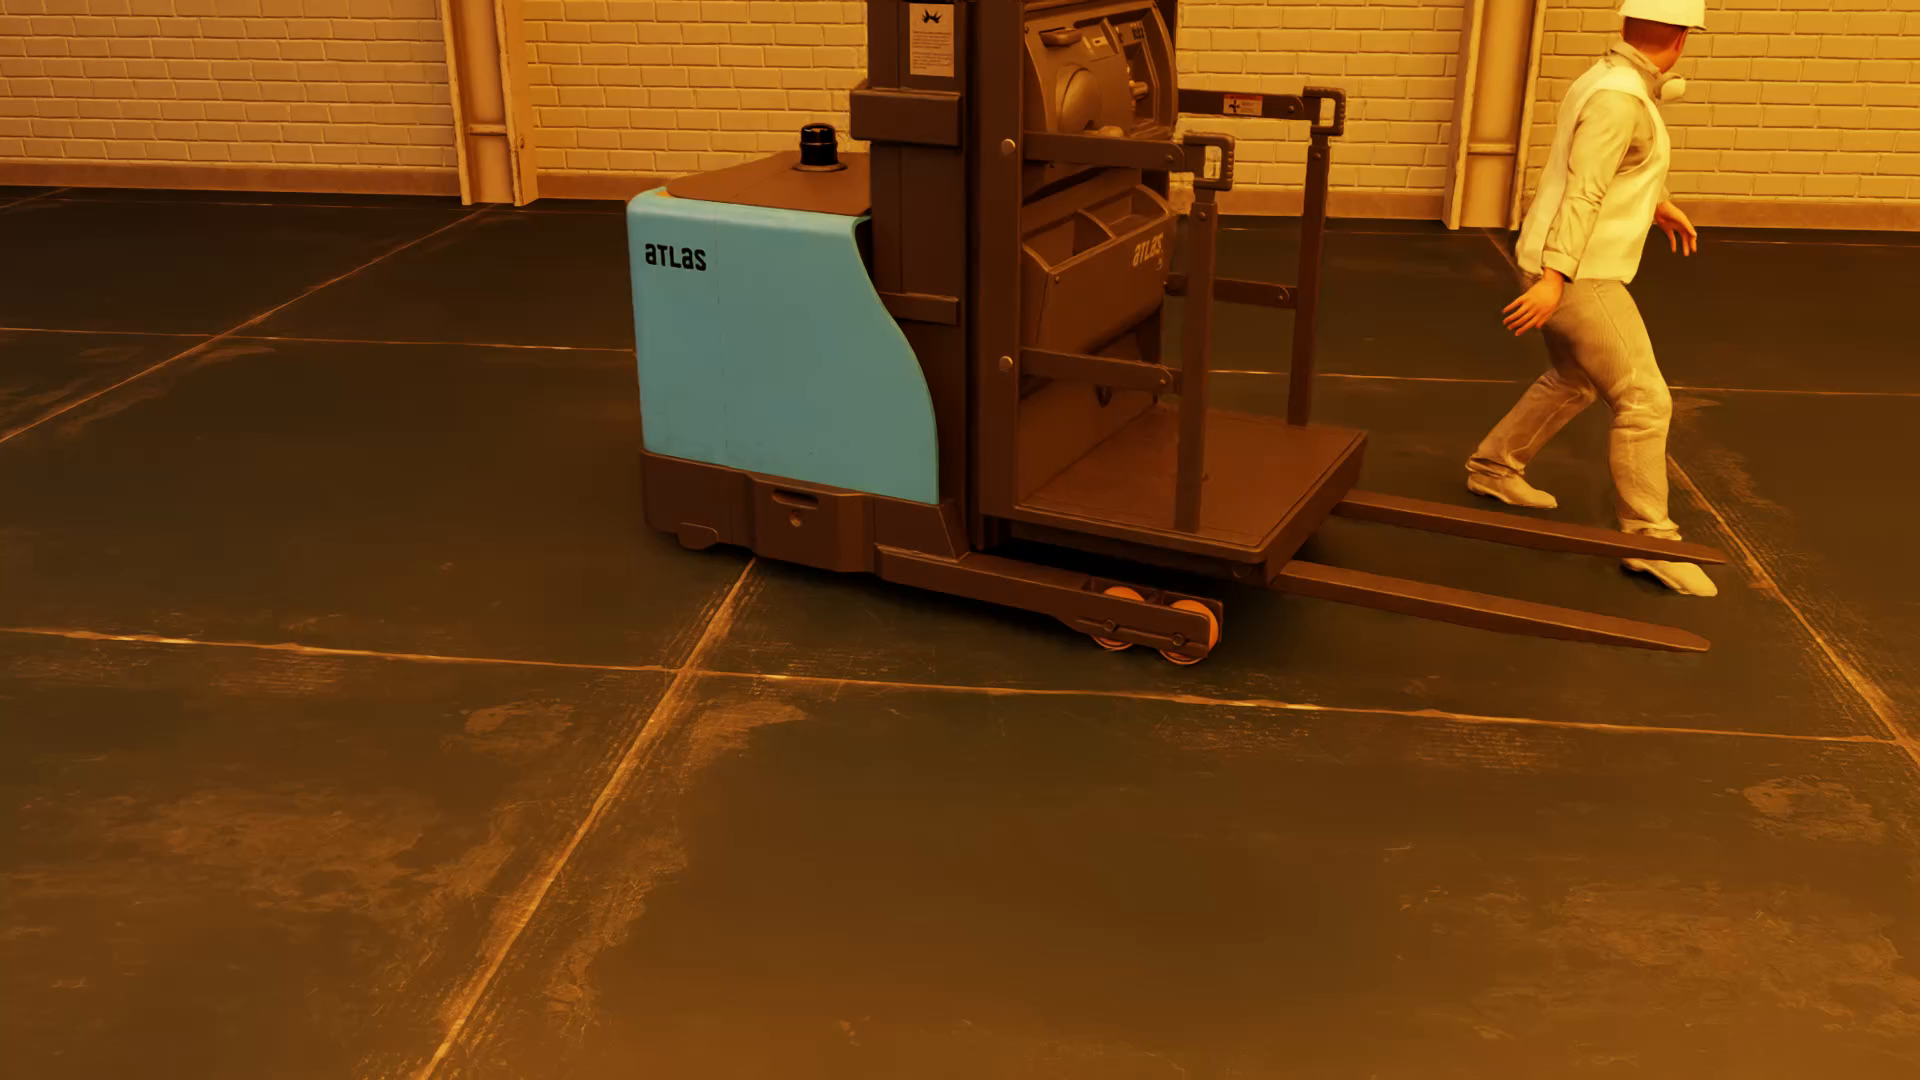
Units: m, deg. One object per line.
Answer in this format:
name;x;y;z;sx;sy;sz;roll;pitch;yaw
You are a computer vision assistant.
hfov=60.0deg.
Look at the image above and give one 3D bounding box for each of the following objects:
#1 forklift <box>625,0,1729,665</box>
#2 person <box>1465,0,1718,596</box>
forklift;0.571;-1.259;4.380;3.031;2.935;1.130;11;24;25
person;1.953;-0.793;4.937;0.717;1.716;0.876;6;23;15
